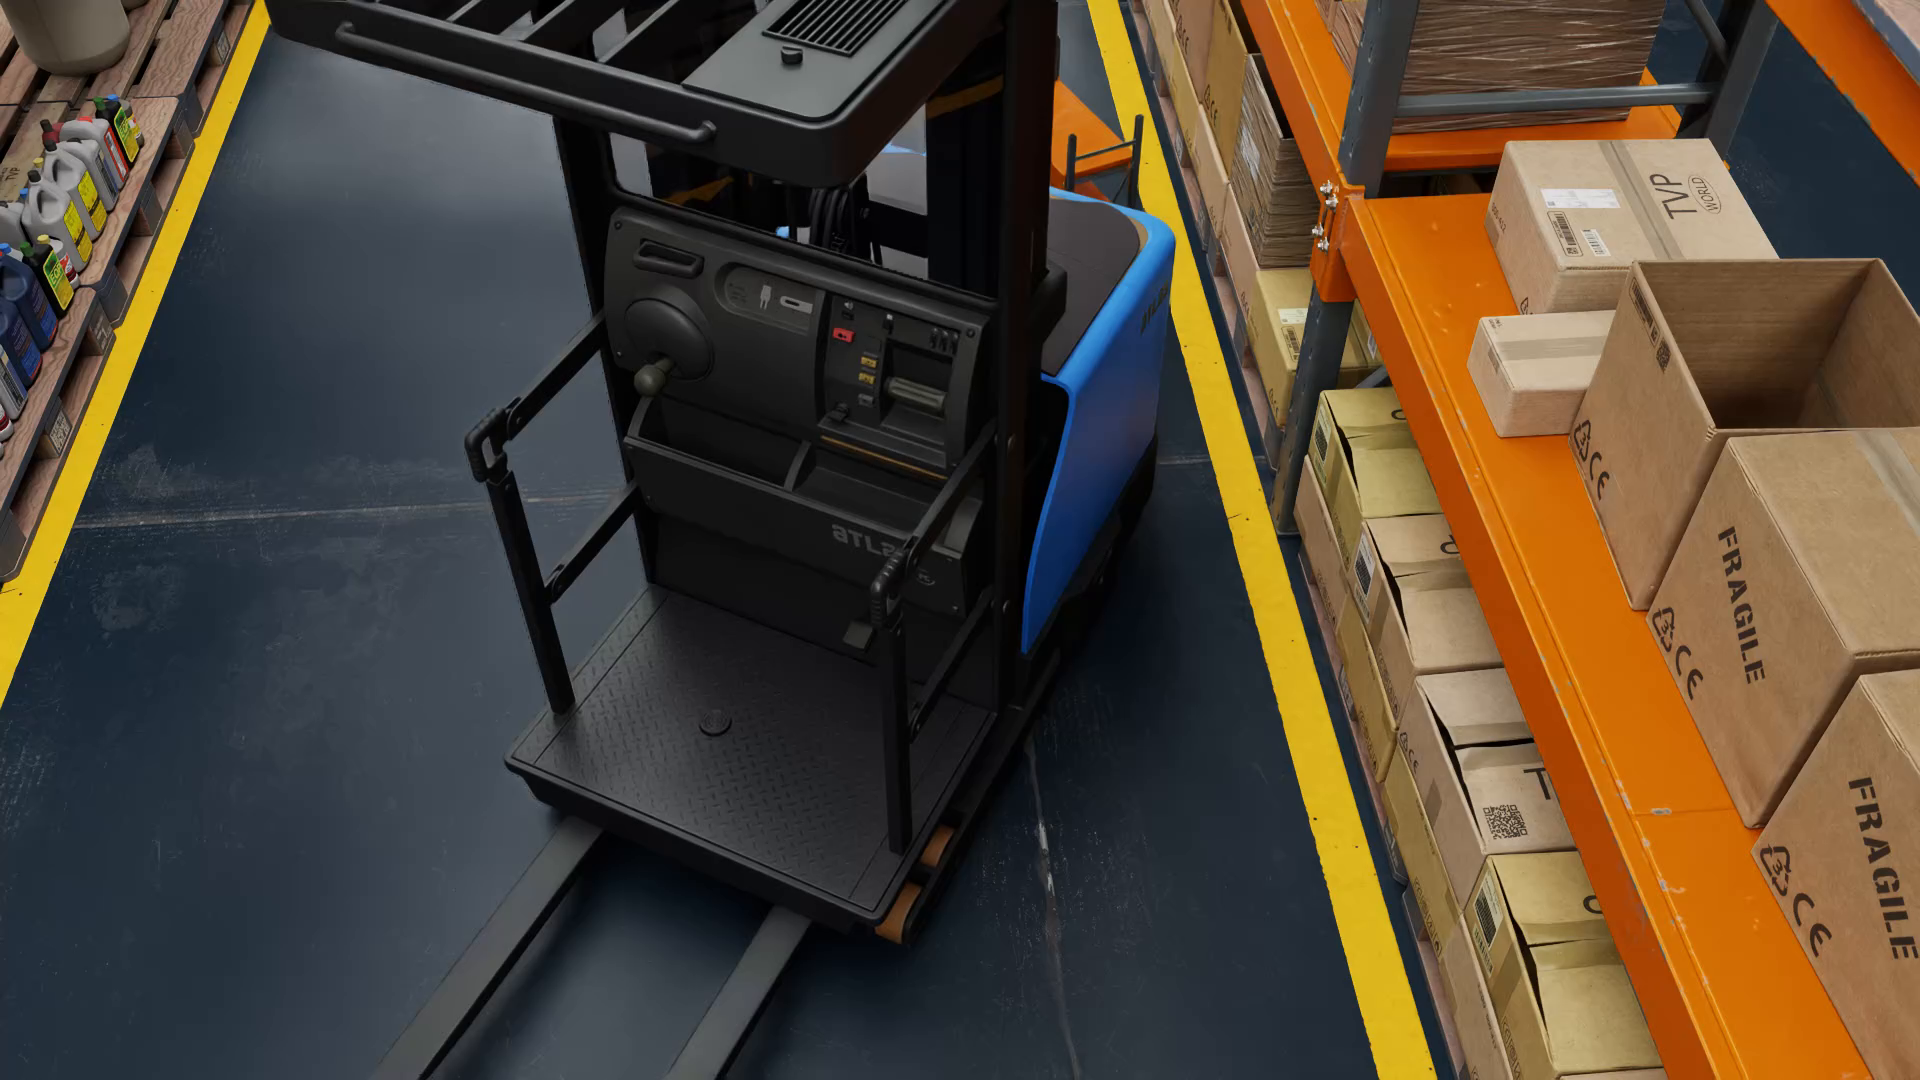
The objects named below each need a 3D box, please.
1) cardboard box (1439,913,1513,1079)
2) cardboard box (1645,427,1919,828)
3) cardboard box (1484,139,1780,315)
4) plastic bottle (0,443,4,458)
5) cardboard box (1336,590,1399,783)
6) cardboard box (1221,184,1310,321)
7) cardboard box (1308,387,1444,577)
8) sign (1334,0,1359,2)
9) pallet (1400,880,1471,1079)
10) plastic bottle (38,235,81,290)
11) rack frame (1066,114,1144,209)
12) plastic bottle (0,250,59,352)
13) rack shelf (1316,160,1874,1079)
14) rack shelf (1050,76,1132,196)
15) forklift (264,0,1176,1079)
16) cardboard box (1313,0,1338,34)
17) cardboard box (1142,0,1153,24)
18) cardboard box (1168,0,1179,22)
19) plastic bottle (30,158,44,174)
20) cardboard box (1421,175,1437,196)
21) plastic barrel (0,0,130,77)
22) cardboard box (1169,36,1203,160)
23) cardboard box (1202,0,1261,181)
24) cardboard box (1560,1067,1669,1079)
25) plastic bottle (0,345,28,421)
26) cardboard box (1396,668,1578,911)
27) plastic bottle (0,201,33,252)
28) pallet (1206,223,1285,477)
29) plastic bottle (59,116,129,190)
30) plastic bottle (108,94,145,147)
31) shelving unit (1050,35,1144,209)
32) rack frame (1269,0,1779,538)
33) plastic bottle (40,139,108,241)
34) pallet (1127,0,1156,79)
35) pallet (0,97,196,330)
[{"bbox_3d":[1.411,1.106,3.741,0.500,0.250,0.500,-3,47,-3],"label":"cardboard box"},{"bbox_3d":[1.629,0.152,2.972,0.500,0.500,0.500,-3,47,-3],"label":"cardboard box"},{"bbox_3d":[1.580,-0.709,3.959,0.500,0.250,0.500,-1,47,-1],"label":"cardboard box"},{"bbox_3d":[-3.040,-0.336,5.126,0.097,0.201,0.097,0,47,0],"label":"plastic bottle"},{"bbox_3d":[1.323,0.364,4.444,0.500,0.250,0.500,-2,47,-2],"label":"cardboard box"},{"bbox_3d":[1.206,-0.998,5.734,0.500,0.250,0.500,-3,47,-3],"label":"cardboard box"},{"bbox_3d":[1.281,-0.192,4.584,0.500,0.311,0.500,-3,47,-3],"label":"cardboard box"},{"bbox_3d":[0.942,-1.404,3.863,0.100,0.325,0.005,-3,47,-3],"label":"sign"},{"bbox_3d":[1.701,1.260,3.911,1.003,0.211,1.213,-3,47,-3],"label":"pallet"},{"bbox_3d":[-3.111,-0.957,5.715,0.097,0.201,0.097,0,47,0],"label":"plastic bottle"},{"bbox_3d":[0.414,-0.761,5.145,0.240,1.200,0.015,-20,50,-18],"label":"rack frame"},{"bbox_3d":[-3.111,-0.802,5.465,0.144,0.351,0.185,-5,47,-5],"label":"plastic bottle"},{"bbox_3d":[1.663,0.580,3.130,1.077,0.370,4.000,-3,47,-3],"label":"rack shelf"},{"bbox_3d":[0.305,-1.190,5.009,0.258,0.148,0.480,-20,50,-18],"label":"rack shelf"},{"bbox_3d":[-0.476,-0.346,3.559,1.130,2.935,3.031,19,49,17],"label":"forklift"},{"bbox_3d":[1.401,-1.850,4.868,0.700,0.500,0.500,-4,47,-4],"label":"cardboard box"},{"bbox_3d":[1.029,-2.444,7.103,0.500,0.250,0.500,-3,47,-3],"label":"cardboard box"},{"bbox_3d":[1.082,-2.341,6.489,0.500,0.500,0.500,-3,47,-3],"label":"cardboard box"},{"bbox_3d":[-3.303,-1.291,6.031,0.097,0.201,0.097,0,47,0],"label":"plastic bottle"},{"bbox_3d":[1.719,-1.287,5.491,0.500,0.500,0.500,-3,47,-3],"label":"cardboard box"},{"bbox_3d":[-3.603,-2.165,6.658,0.421,0.512,0.421,0,47,0],"label":"plastic barrel"},{"bbox_3d":[1.107,-1.720,6.418,0.500,0.250,0.500,-3,47,-3],"label":"cardboard box"},{"bbox_3d":[1.163,-1.617,5.804,0.500,0.500,0.500,-3,47,-3],"label":"cardboard box"},{"bbox_3d":[1.451,1.283,3.187,0.500,0.311,0.500,-4,47,-4],"label":"cardboard box"},{"bbox_3d":[-3.085,-0.520,5.249,0.152,0.276,0.135,-2,47,-2],"label":"plastic bottle"},{"bbox_3d":[1.363,0.545,3.886,0.500,0.311,0.500,-5,47,-5],"label":"cardboard box"},{"bbox_3d":[-3.292,-1.057,5.758,0.152,0.276,0.135,-3,47,-3],"label":"plastic bottle"},{"bbox_3d":[1.470,-0.733,5.799,1.003,0.211,1.213,-3,47,-3],"label":"pallet"},{"bbox_3d":[-3.192,-1.438,6.119,0.152,0.276,0.135,-3,47,-3],"label":"plastic bottle"},{"bbox_3d":[-3.185,-1.597,6.321,0.097,0.201,0.097,0,47,0],"label":"plastic bottle"},{"bbox_3d":[0.305,-0.920,5.294,0.258,1.200,0.503,-20,50,-18],"label":"shelving unit"},{"bbox_3d":[1.495,-1.114,4.239,1.000,3.000,0.127,-3,47,-3],"label":"rack frame"},{"bbox_3d":[-3.162,-1.244,5.884,0.144,0.351,0.185,-2,47,-2],"label":"plastic bottle"},{"bbox_3d":[1.266,-2.499,7.471,1.003,0.211,1.213,-3,47,-3],"label":"pallet"},{"bbox_3d":[-3.561,-1.230,6.270,1.003,0.211,1.213,-3,47,-3],"label":"pallet"}]
